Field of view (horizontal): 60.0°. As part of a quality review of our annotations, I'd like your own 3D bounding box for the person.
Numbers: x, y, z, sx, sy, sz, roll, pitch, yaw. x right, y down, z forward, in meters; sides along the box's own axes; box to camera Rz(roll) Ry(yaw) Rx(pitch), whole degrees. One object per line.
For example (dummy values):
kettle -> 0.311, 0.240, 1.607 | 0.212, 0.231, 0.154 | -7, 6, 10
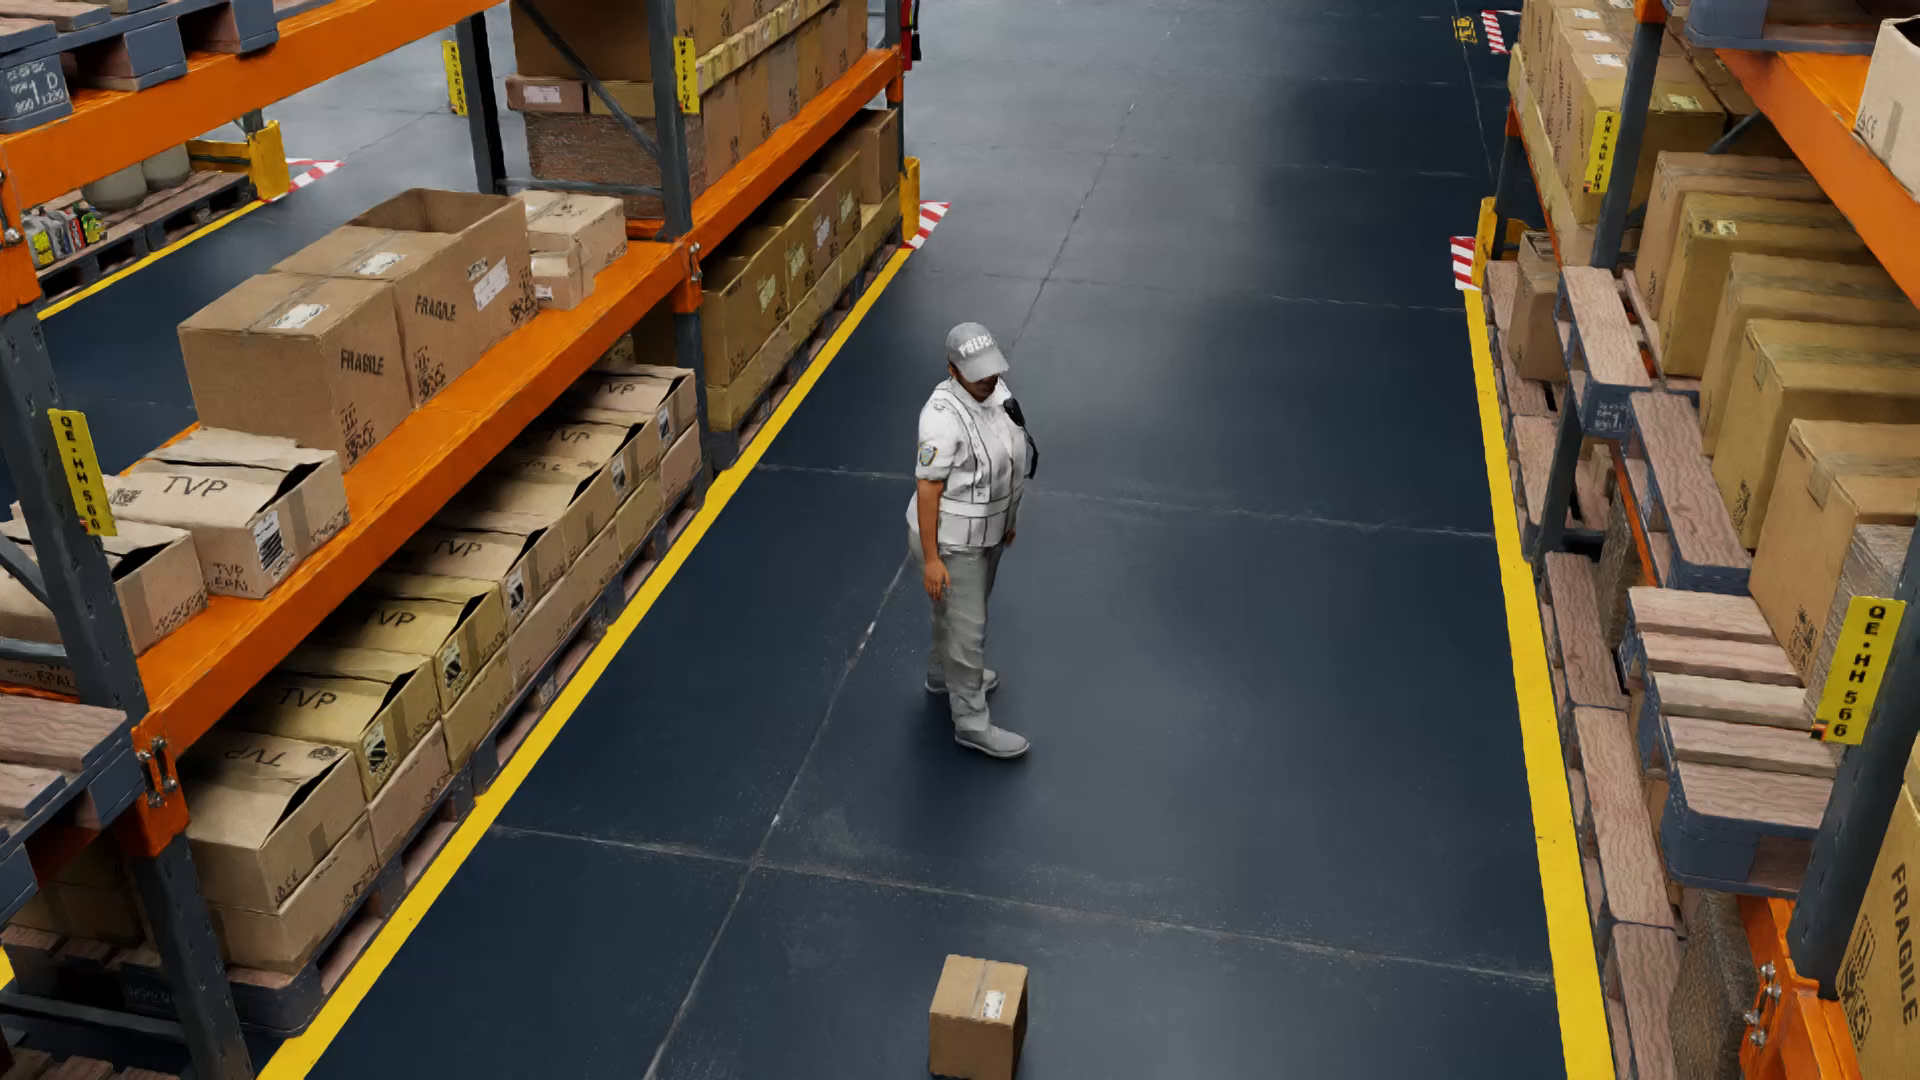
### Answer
person -> 0.061, -0.014, 6.106 | 0.562, 1.658, 0.604 | 14, 32, 23
